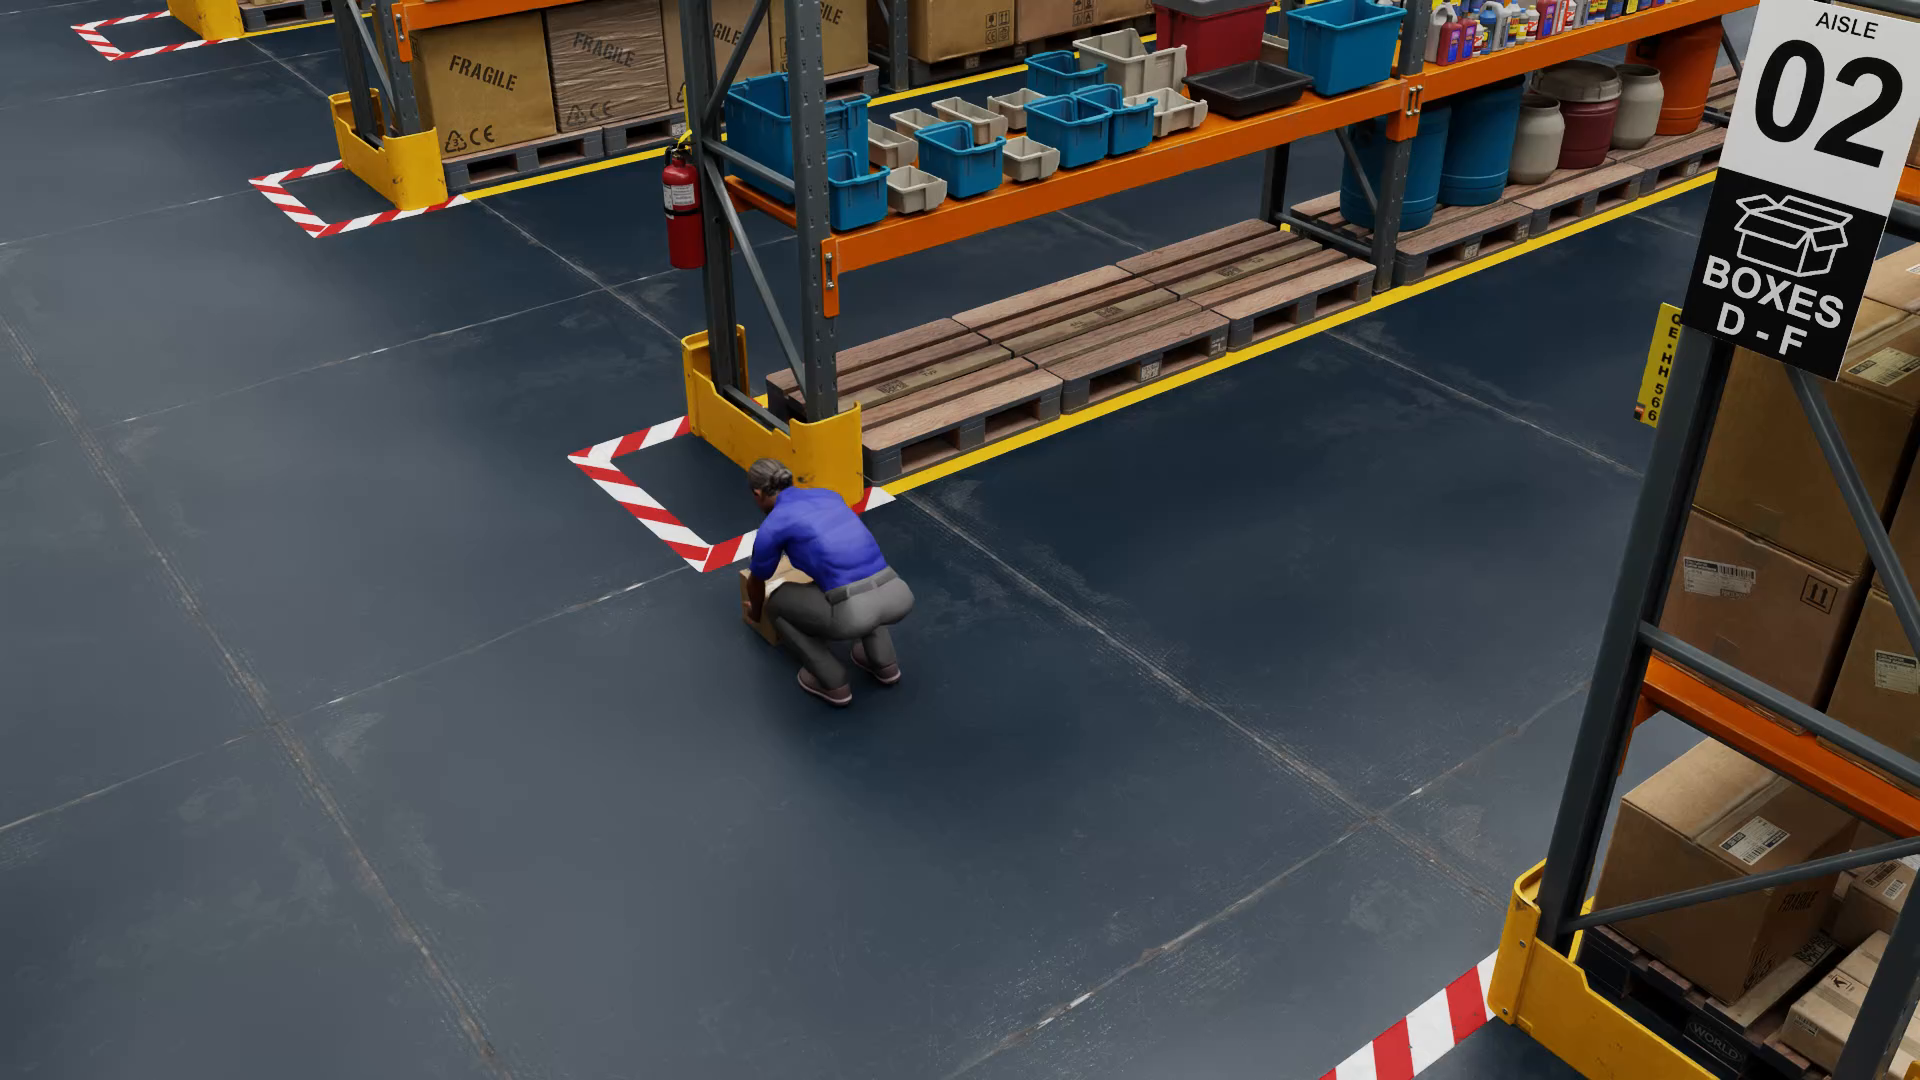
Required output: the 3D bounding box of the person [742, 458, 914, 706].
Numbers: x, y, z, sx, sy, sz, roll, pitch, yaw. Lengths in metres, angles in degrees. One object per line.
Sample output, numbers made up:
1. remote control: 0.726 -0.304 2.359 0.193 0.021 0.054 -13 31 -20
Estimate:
1. person: -0.547 0.156 6.649 0.480 0.860 0.821 -23 39 -31
